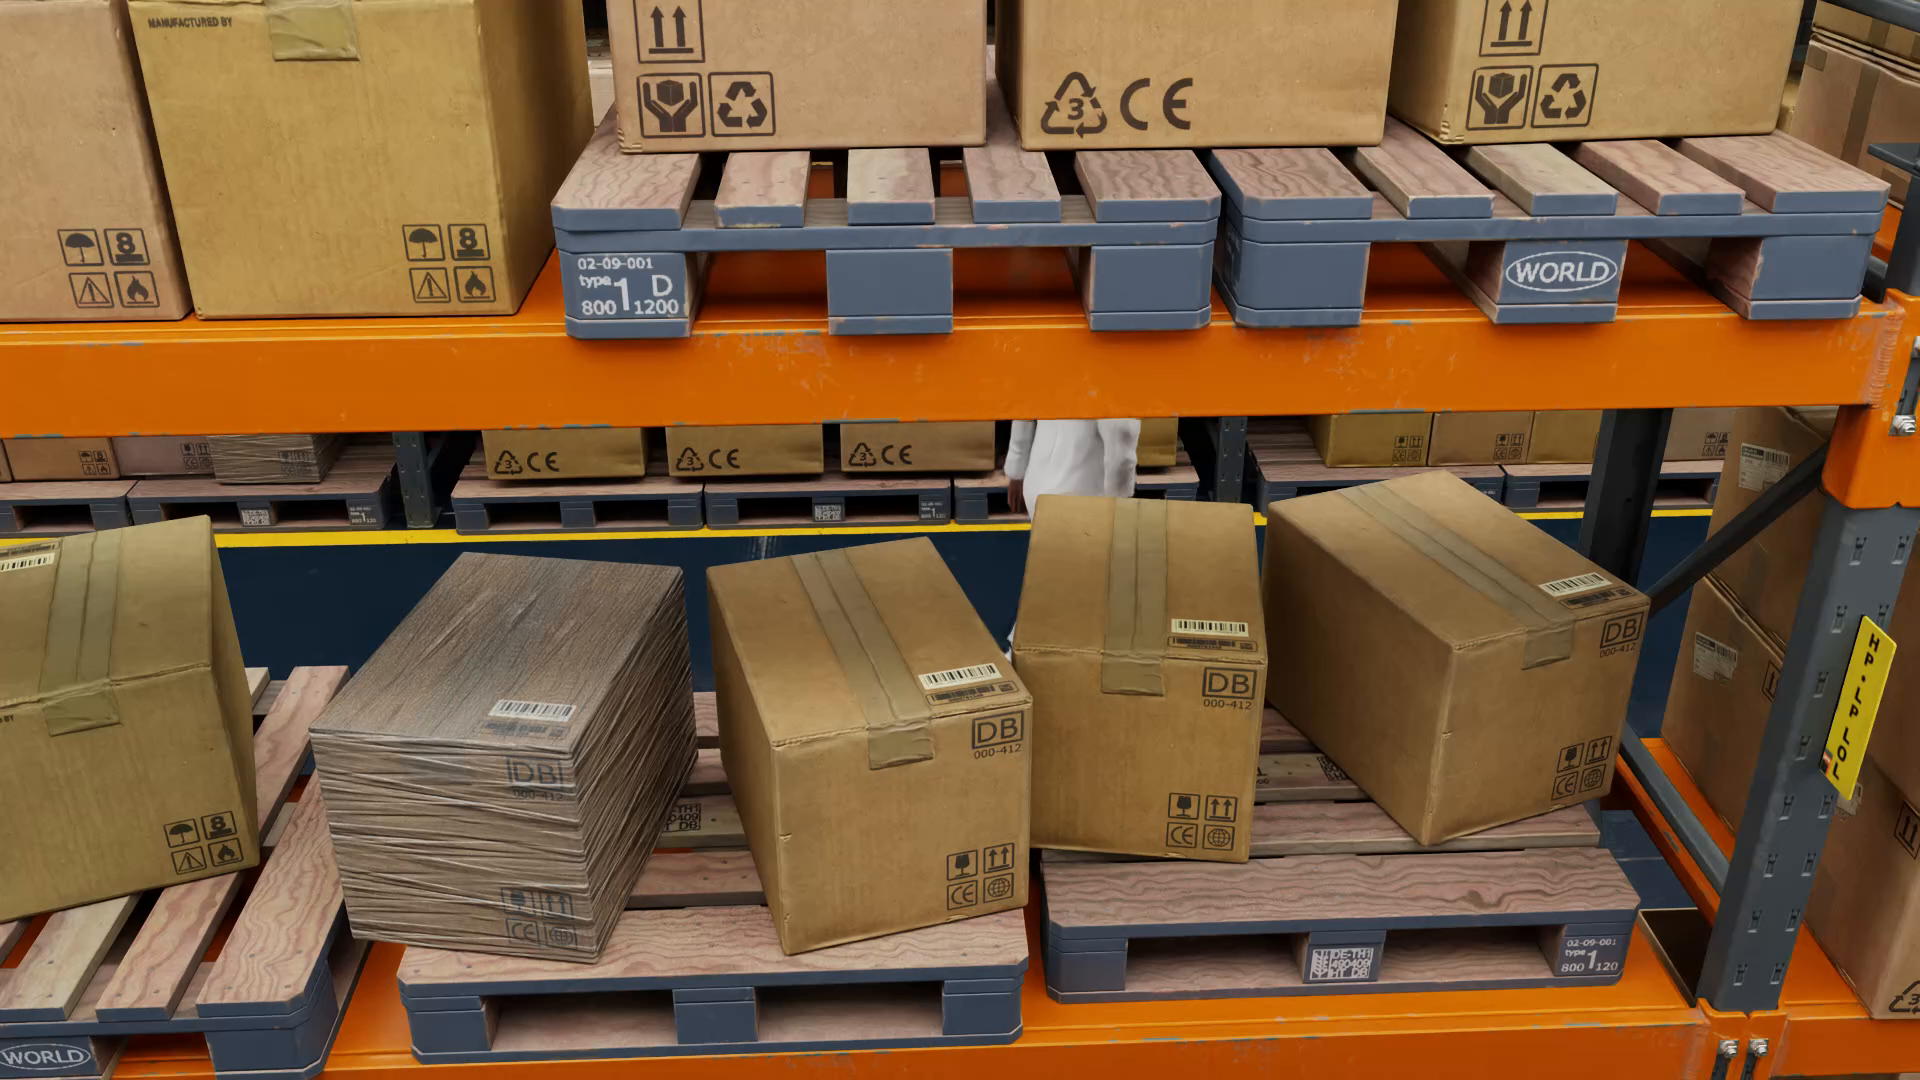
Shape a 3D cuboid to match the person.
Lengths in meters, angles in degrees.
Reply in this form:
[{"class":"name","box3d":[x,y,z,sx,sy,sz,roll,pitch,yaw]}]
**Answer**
[{"class":"person","box3d":[0.436,-0.145,6.386,0.521,1.768,0.635,-18,32,-31]}]
